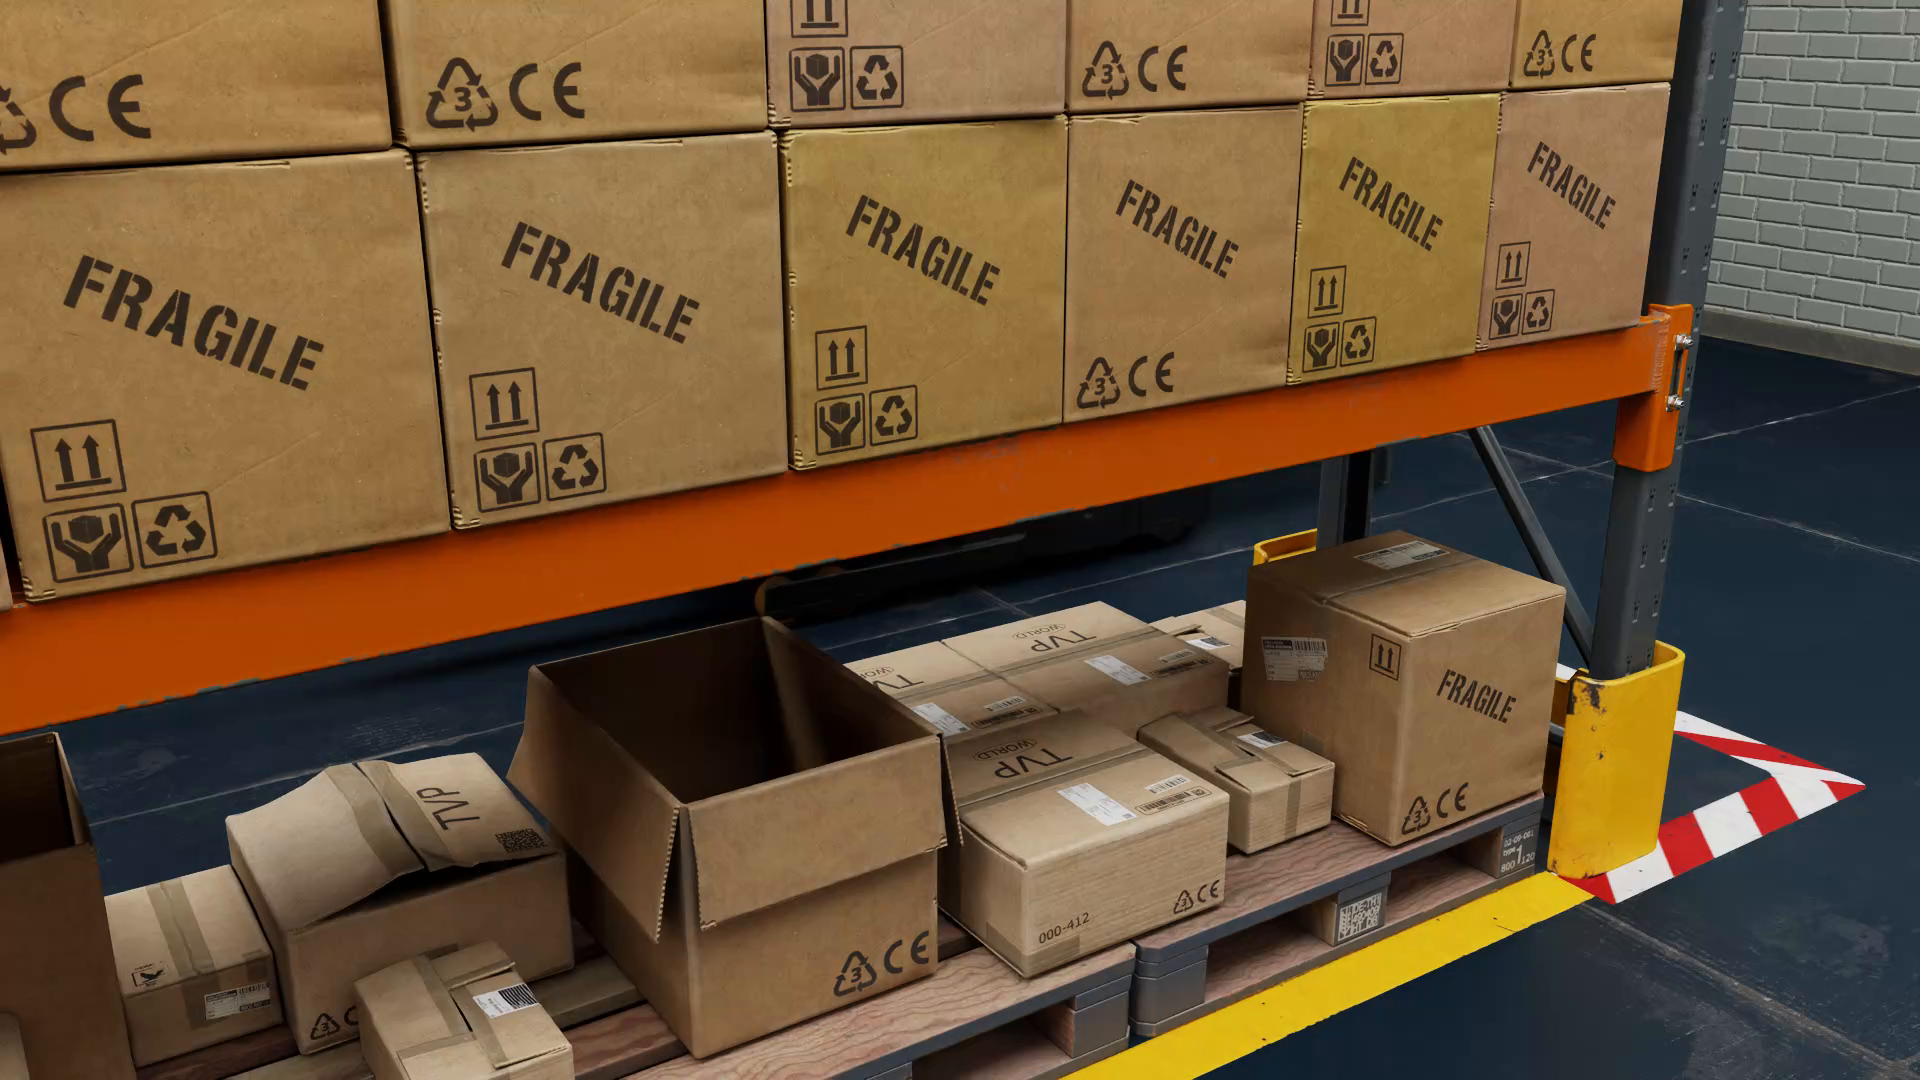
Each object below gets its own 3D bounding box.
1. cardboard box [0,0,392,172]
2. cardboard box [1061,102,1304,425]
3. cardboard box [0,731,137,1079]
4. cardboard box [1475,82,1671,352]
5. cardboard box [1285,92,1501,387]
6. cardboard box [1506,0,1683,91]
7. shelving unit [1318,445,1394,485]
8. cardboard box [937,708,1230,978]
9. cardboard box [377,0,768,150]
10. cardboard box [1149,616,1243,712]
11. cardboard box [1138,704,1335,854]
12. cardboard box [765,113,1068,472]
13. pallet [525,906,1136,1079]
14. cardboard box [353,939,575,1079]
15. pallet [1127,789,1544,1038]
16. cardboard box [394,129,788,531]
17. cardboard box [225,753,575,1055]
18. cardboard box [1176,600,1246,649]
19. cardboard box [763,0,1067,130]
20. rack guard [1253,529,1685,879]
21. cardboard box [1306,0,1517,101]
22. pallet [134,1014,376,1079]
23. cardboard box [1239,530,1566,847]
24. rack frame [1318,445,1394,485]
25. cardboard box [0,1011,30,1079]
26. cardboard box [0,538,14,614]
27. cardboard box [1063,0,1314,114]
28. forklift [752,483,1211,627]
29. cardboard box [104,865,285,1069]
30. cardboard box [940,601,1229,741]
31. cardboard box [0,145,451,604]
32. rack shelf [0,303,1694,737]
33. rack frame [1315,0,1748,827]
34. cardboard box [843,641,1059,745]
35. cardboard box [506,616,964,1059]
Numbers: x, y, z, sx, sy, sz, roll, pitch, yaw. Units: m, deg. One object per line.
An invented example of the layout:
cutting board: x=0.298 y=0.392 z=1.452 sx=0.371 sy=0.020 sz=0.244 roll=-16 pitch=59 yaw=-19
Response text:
cardboard box: x=-1.040 y=-0.733 z=2.013 sx=0.500 sy=0.500 sz=0.500 roll=-13 pitch=22 yaw=-33
cardboard box: x=0.246 y=-0.535 z=2.987 sx=0.500 sy=0.500 sz=0.500 roll=-12 pitch=22 yaw=-31
cardboard box: x=-1.699 y=0.686 z=2.748 sx=0.500 sy=0.500 sz=0.500 roll=-12 pitch=22 yaw=-31
cardboard box: x=1.097 y=-0.714 z=3.516 sx=0.500 sy=0.500 sz=0.500 roll=-11 pitch=22 yaw=-30
cardboard box: x=0.666 y=-0.621 z=3.243 sx=0.500 sy=0.500 sz=0.500 roll=-12 pitch=22 yaw=-31
cardboard box: x=1.101 y=-1.187 z=3.355 sx=0.500 sy=0.500 sz=0.500 roll=-12 pitch=22 yaw=-32
shelving unit: x=1.219 y=-0.930 z=6.654 sx=1.048 sy=1.500 sz=0.538 roll=-11 pitch=21 yaw=-29
cardboard box: x=0.193 y=0.597 z=3.401 sx=0.500 sy=0.250 sz=0.500 roll=-12 pitch=22 yaw=-31
cardboard box: x=-0.611 y=-0.824 z=2.280 sx=0.500 sy=0.500 sz=0.500 roll=-13 pitch=22 yaw=-33
cardboard box: x=0.574 y=0.342 z=4.288 sx=0.250 sy=0.166 sz=0.380 roll=-12 pitch=22 yaw=-31
cardboard box: x=0.615 y=0.525 z=3.746 sx=0.250 sy=0.166 sz=0.380 roll=-12 pitch=22 yaw=-31
cardboard box: x=-0.175 y=-0.446 z=2.725 sx=0.500 sy=0.500 sz=0.500 roll=-12 pitch=22 yaw=-32
pallet: x=-0.425 y=0.871 z=3.340 sx=1.213 sy=0.211 sz=1.003 roll=-12 pitch=22 yaw=-31
cardboard box: x=-0.833 y=0.849 z=2.786 sx=0.250 sy=0.166 sz=0.380 roll=-12 pitch=22 yaw=-31
pallet: x=0.593 y=0.657 z=3.972 sx=1.213 sy=0.211 sz=1.003 roll=-12 pitch=22 yaw=-31
cardboard box: x=-0.599 y=-0.356 z=2.459 sx=0.500 sy=0.500 sz=0.500 roll=-12 pitch=22 yaw=-32
cardboard box: x=-1.073 y=0.644 z=3.169 sx=0.500 sy=0.311 sz=0.500 roll=-12 pitch=22 yaw=-31
cardboard box: x=0.783 y=0.306 z=4.421 sx=0.250 sy=0.149 sz=0.380 roll=-12 pitch=22 yaw=-31
cardboard box: x=-0.180 y=-0.915 z=2.550 sx=0.500 sy=0.500 sz=0.500 roll=-11 pitch=22 yaw=-30
rack guard: x=1.258 y=0.380 z=4.342 sx=0.348 sy=0.500 sz=1.175 roll=-12 pitch=22 yaw=-31
cardboard box: x=0.680 y=-1.098 z=3.091 sx=0.500 sy=0.500 sz=0.500 roll=-11 pitch=22 yaw=-30
pallet: x=-1.445 y=1.087 z=2.700 sx=1.213 sy=0.211 sz=1.003 roll=-12 pitch=22 yaw=-31
cardboard box: x=1.003 y=0.319 z=3.832 sx=0.500 sy=0.500 sz=0.500 roll=-12 pitch=22 yaw=-31
rack frame: x=1.657 y=-1.013 z=6.898 sx=0.032 sy=1.500 sz=0.500 roll=-11 pitch=21 yaw=-29
cardboard box: x=-1.550 y=0.936 z=2.304 sx=0.500 sy=0.311 sz=0.500 roll=-12 pitch=22 yaw=-31
cardboard box: x=-1.444 y=-0.178 z=1.931 sx=0.500 sy=0.500 sz=0.500 roll=-11 pitch=22 yaw=-30
cardboard box: x=0.249 y=-1.005 z=2.817 sx=0.500 sy=0.500 sz=0.500 roll=-11 pitch=22 yaw=-30
forklift: x=-0.591 y=-1.297 z=5.503 sx=3.031 sy=2.935 sz=1.130 roll=-11 pitch=21 yaw=-29
cardboard box: x=-1.419 y=0.770 z=3.047 sx=0.250 sy=0.149 sz=0.380 roll=-12 pitch=22 yaw=-31
cardboard box: x=0.294 y=0.384 z=4.031 sx=0.500 sy=0.250 sz=0.500 roll=-12 pitch=22 yaw=-31
cardboard box: x=-1.018 y=-0.269 z=2.200 sx=0.500 sy=0.500 sz=0.500 roll=-11 pitch=22 yaw=-30
rack shelf: x=-0.349 y=-0.125 z=3.054 sx=4.000 sy=0.370 sz=1.077 roll=-12 pitch=22 yaw=-31
rack frame: x=1.322 y=-0.818 z=3.981 sx=0.127 sy=3.000 sz=1.000 roll=-12 pitch=22 yaw=-31
cardboard box: x=-0.124 y=0.472 z=3.771 sx=0.500 sy=0.250 sz=0.500 roll=-12 pitch=22 yaw=-31
cardboard box: x=-0.453 y=0.528 z=3.209 sx=0.637 sy=0.503 sz=0.797 roll=-12 pitch=22 yaw=-31
